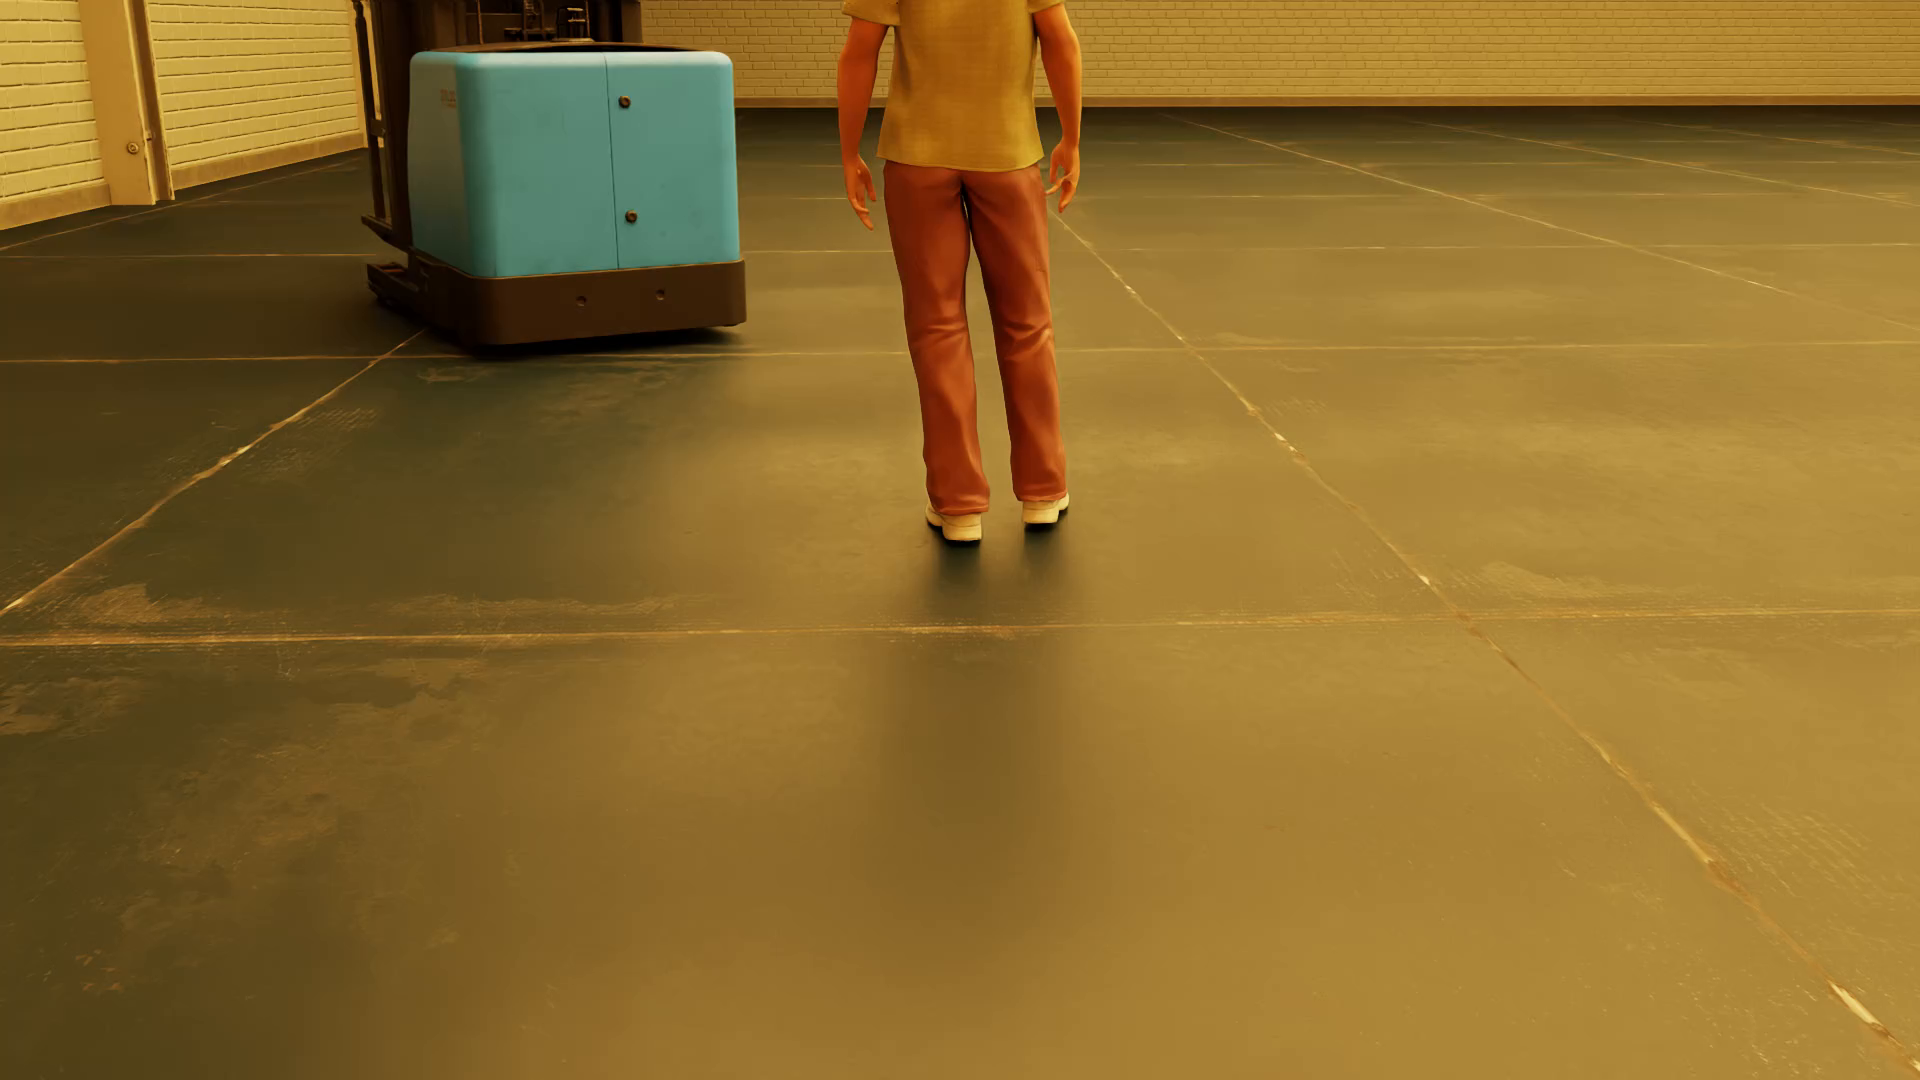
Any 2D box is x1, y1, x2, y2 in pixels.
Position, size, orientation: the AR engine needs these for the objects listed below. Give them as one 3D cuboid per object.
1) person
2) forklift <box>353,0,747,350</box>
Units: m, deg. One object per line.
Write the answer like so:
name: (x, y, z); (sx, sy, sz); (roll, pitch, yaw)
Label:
person: (0.007, -0.829, 3.742); (0.555, 1.675, 0.549); (-1, 17, -3)
forklift: (-1.991, -2.480, 7.013); (1.130, 2.935, 3.031); (-9, 19, -28)
